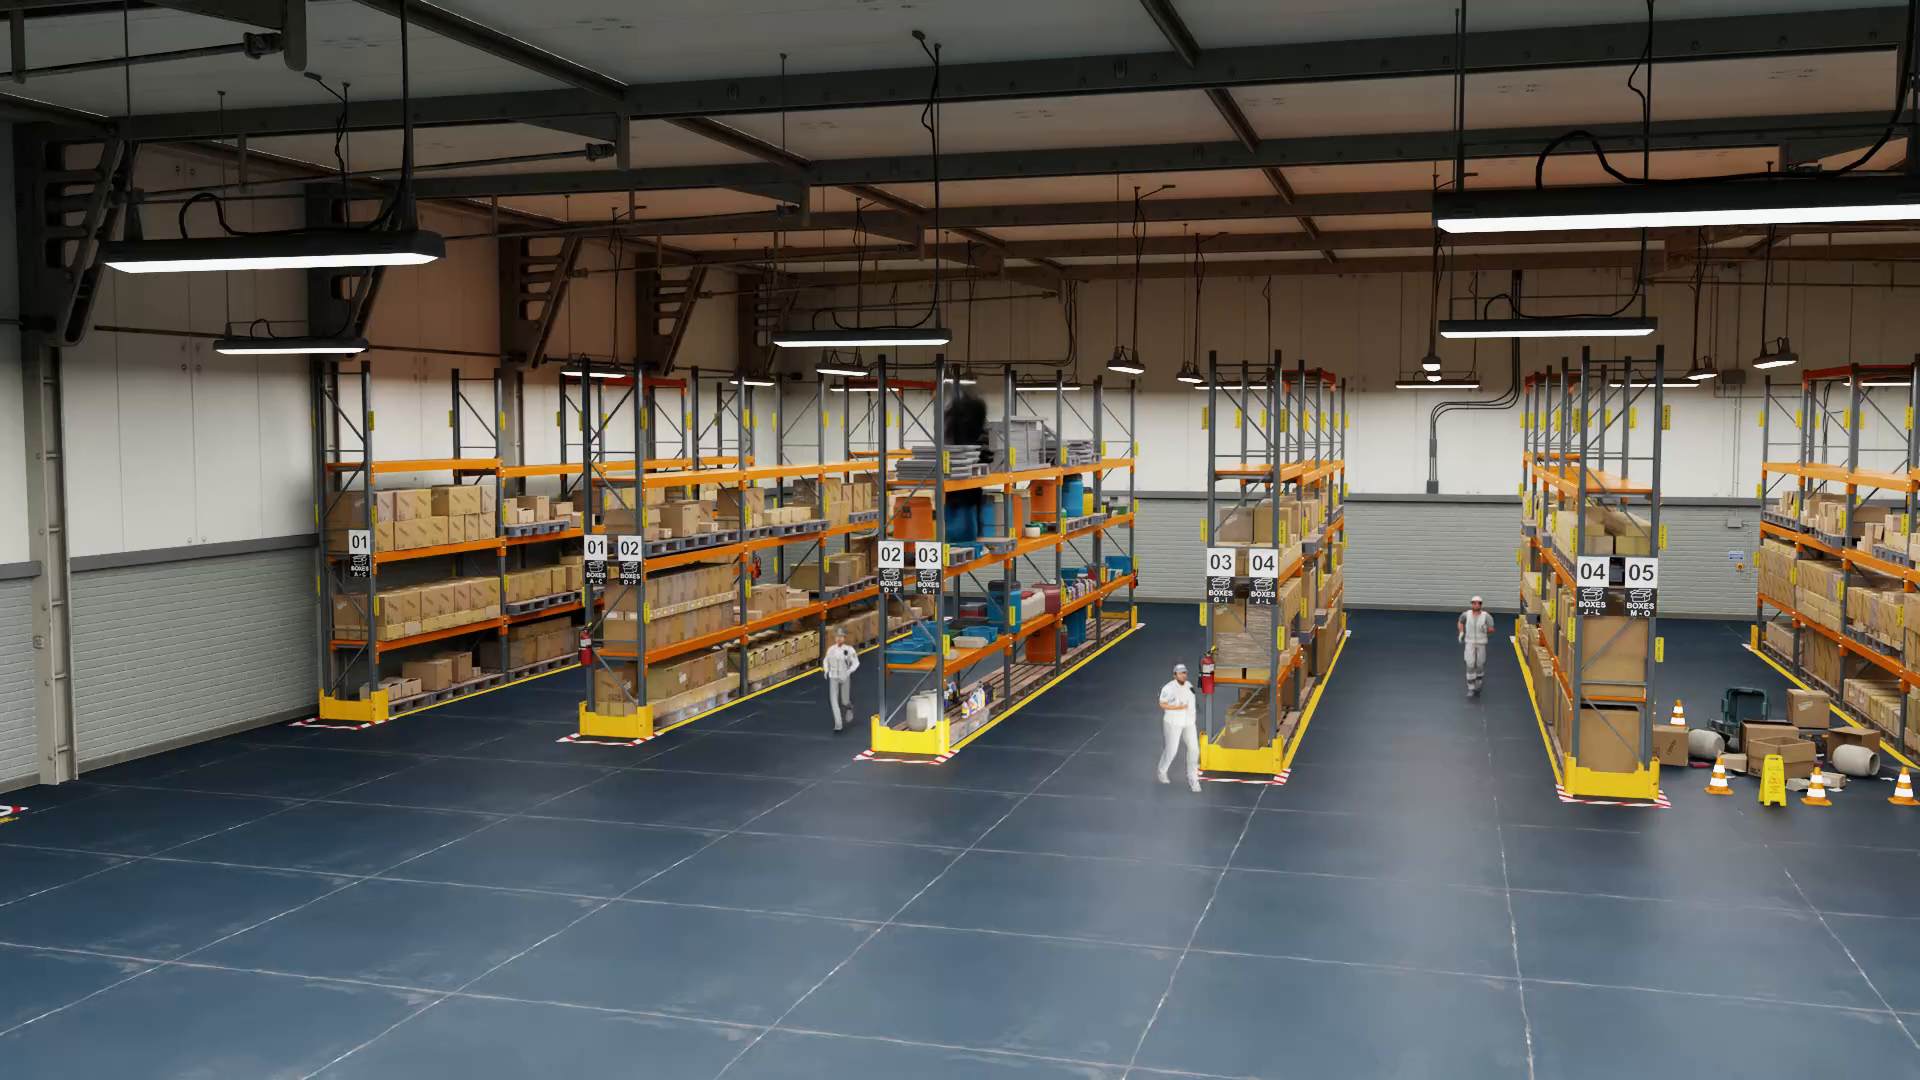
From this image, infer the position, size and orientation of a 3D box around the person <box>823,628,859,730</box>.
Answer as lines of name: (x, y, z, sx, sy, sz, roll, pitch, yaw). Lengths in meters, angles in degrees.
person: (-1.949, 2.245, 27.037, 0.615, 1.647, 0.548, 1, 4, 9)

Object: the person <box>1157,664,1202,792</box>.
person: (2.982, 2.550, 22.704, 0.606, 1.727, 0.762, -2, 4, -22)

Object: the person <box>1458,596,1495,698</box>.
person: (9.424, 1.930, 30.378, 0.640, 1.824, 0.791, 1, 4, 18)
